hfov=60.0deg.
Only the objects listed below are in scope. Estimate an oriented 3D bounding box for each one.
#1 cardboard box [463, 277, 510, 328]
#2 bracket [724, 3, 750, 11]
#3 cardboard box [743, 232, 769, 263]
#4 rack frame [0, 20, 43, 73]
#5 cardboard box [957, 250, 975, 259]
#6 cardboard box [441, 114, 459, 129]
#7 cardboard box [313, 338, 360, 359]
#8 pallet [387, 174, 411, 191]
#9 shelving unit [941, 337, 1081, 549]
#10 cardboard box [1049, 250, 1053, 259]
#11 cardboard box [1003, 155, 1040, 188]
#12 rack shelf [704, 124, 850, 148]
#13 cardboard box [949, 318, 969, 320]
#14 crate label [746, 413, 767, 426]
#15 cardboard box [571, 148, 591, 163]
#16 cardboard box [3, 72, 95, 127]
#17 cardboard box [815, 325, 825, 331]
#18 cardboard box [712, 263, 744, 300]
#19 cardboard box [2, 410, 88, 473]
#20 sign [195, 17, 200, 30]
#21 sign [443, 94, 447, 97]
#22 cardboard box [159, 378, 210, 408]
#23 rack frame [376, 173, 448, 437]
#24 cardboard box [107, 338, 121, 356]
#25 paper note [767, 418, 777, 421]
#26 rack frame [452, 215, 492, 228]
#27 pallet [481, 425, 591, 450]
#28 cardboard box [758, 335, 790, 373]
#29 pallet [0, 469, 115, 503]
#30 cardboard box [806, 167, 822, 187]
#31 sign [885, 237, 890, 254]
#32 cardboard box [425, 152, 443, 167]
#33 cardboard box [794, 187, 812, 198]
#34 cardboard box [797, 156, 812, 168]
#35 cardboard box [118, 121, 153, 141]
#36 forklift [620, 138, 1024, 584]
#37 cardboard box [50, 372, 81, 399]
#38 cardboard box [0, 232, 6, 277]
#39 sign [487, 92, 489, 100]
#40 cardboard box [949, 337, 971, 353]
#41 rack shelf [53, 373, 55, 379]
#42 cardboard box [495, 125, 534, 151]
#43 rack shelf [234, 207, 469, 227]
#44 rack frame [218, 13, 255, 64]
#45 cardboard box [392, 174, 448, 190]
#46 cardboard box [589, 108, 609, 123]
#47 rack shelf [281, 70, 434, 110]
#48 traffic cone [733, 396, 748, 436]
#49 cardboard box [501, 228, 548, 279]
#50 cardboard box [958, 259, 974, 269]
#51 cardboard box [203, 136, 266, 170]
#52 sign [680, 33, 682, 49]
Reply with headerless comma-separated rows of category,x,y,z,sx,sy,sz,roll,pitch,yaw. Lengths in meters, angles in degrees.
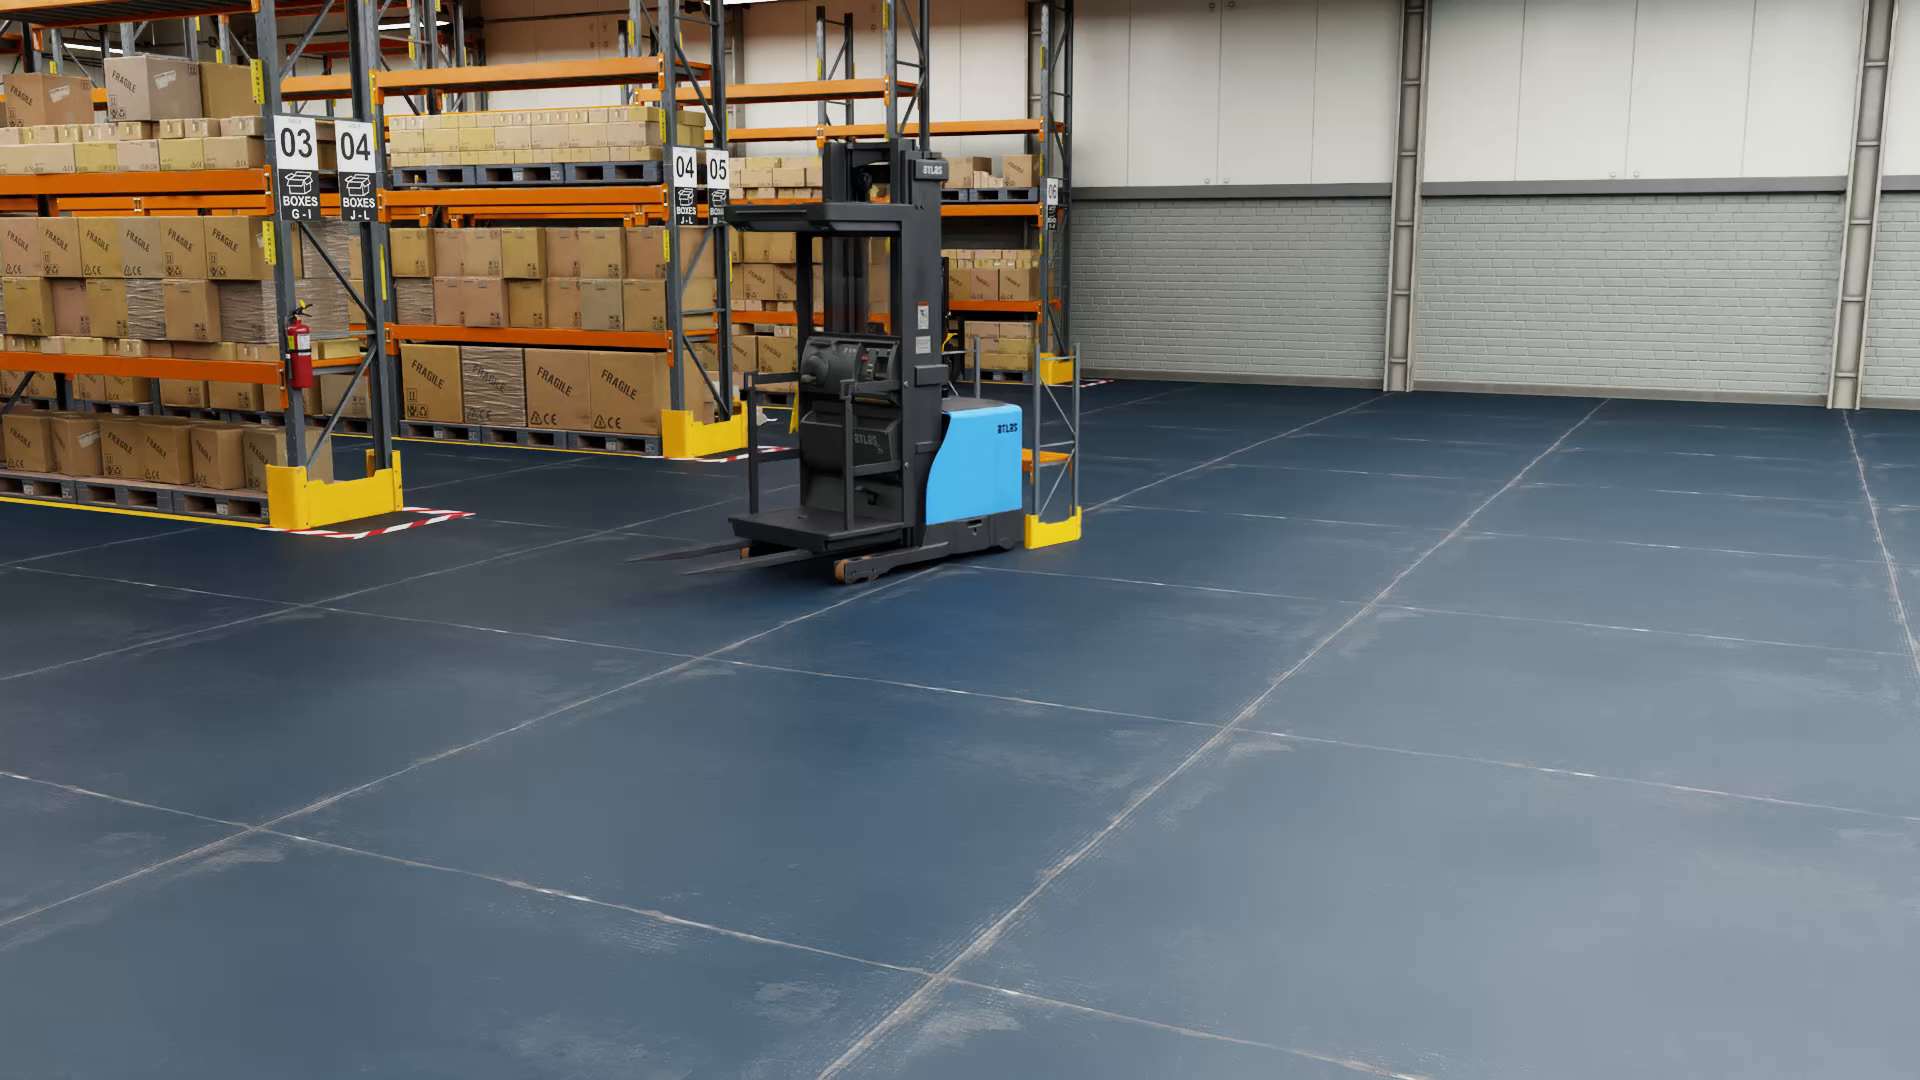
cardboard box,-5.092,-2.696,18.785,0.550,0.550,0.875,5,11,26
bracket,-3.875,-9.333,28.921,0.430,0.232,0.235,5,11,26
cardboard box,-2.571,-4.053,22.780,0.500,0.500,0.700,5,11,25
rack frame,-8.649,-4.919,14.639,0.127,3.000,1.000,5,11,26
cardboard box,0.147,-4.602,26.795,0.250,0.149,0.380,5,12,27
cardboard box,-5.503,-4.609,18.355,0.250,0.149,0.380,5,11,25
cardboard box,-5.212,-1.588,13.789,0.250,0.149,0.380,5,11,26
pallet,-7.207,-4.197,19.612,1.217,0.209,0.805,5,11,24
shelving unit,0.342,-0.776,12.809,1.083,1.500,0.587,10,14,42
cardboard box,1.310,-4.602,26.800,0.250,0.149,0.380,5,11,25
cardboard box,1.012,-5.804,26.214,0.500,0.500,0.500,5,12,28
rack shelf,-3.864,-6.901,28.737,4.000,0.370,1.077,5,11,26
cardboard box,-0.181,-3.562,27.724,0.500,0.250,0.500,5,11,25
crate label,-2.552,-1.501,20.641,0.298,0.136,0.250,-1,10,-4
cardboard box,-3.907,-4.076,17.652,0.250,0.149,0.380,5,11,26
cardboard box,-8.132,-3.889,14.856,0.500,0.500,0.500,5,11,24
cardboard box,-1.869,-2.816,22.479,0.250,0.149,0.380,5,12,27
cardboard box,-3.087,-3.588,23.018,0.500,0.500,0.500,5,11,25
cardboard box,-8.308,-0.905,15.149,0.500,0.500,0.500,5,11,24
sign,-9.708,-6.644,21.108,0.005,0.325,0.100,5,11,26
sign,-9.502,-8.338,30.688,0.005,0.325,0.100,5,11,26
cardboard box,-9.444,-2.103,21.066,0.750,0.750,1.050,5,11,25
rack frame,-6.363,-2.751,19.506,0.127,3.000,1.000,5,11,26
cardboard box,-6.993,-1.649,14.127,0.250,0.149,0.380,5,11,26
paper note,-2.405,-1.530,21.096,0.142,0.019,0.148,1,10,6
rack frame,-9.245,-4.973,31.784,0.127,3.000,1.000,5,11,26
pallet,-4.618,-1.210,18.825,1.213,0.211,1.003,5,11,26
cardboard box,-2.429,-2.560,22.887,0.500,0.500,0.500,5,11,24
pallet,-8.031,-0.547,15.161,1.213,0.211,1.003,5,11,26
cardboard box,-1.699,-4.822,22.114,0.500,0.250,0.500,5,11,25
sign,-0.940,-3.872,21.565,0.005,0.325,0.100,5,11,26
cardboard box,-5.731,-4.236,18.536,0.250,0.149,0.380,5,11,26
cardboard box,-2.023,-4.653,22.302,0.250,0.149,0.380,5,11,25
cardboard box,-1.983,-5.051,22.258,0.250,0.149,0.380,5,11,26
cardboard box,-6.612,-3.326,13.561,0.250,0.149,0.380,4,11,23
forklift,-0.914,-1.248,11.394,1.130,2.935,3.031,10,14,43
cardboard box,-11.602,-2.133,21.934,0.500,0.500,0.500,4,11,23
cardboard box,-8.357,-2.578,14.629,0.500,0.500,0.500,5,11,26
sign,-9.005,-8.551,31.644,0.005,0.325,0.100,5,11,26
cardboard box,0.024,-3.194,27.092,0.500,0.250,0.500,5,11,25
rack shelf,-10.442,-1.770,16.108,4.000,0.370,1.077,5,11,26
cardboard box,-4.689,-4.353,18.063,0.500,0.250,0.500,5,11,26
rack shelf,-9.644,-5.144,26.328,4.000,0.370,1.077,5,11,26
rack frame,-11.438,-7.132,26.867,0.127,3.000,1.000,5,11,26
cardboard box,-8.256,-5.604,25.377,0.637,0.503,0.797,4,11,22
cardboard box,-3.681,-4.449,17.472,0.250,0.149,0.380,5,12,27
rack shelf,-8.157,-5.310,19.943,4.000,0.370,1.077,5,11,26
traffic cone,-2.624,-1.456,19.475,0.334,0.463,0.336,5,11,26
cardboard box,-4.601,-3.192,18.489,0.500,0.550,0.875,5,11,26
cardboard box,0.156,-4.459,26.840,0.250,0.149,0.380,5,11,24
cardboard box,-5.606,-3.051,13.164,0.500,0.250,0.500,5,12,27
sign,-4.007,-7.085,23.765,0.005,0.325,0.100,5,11,26
